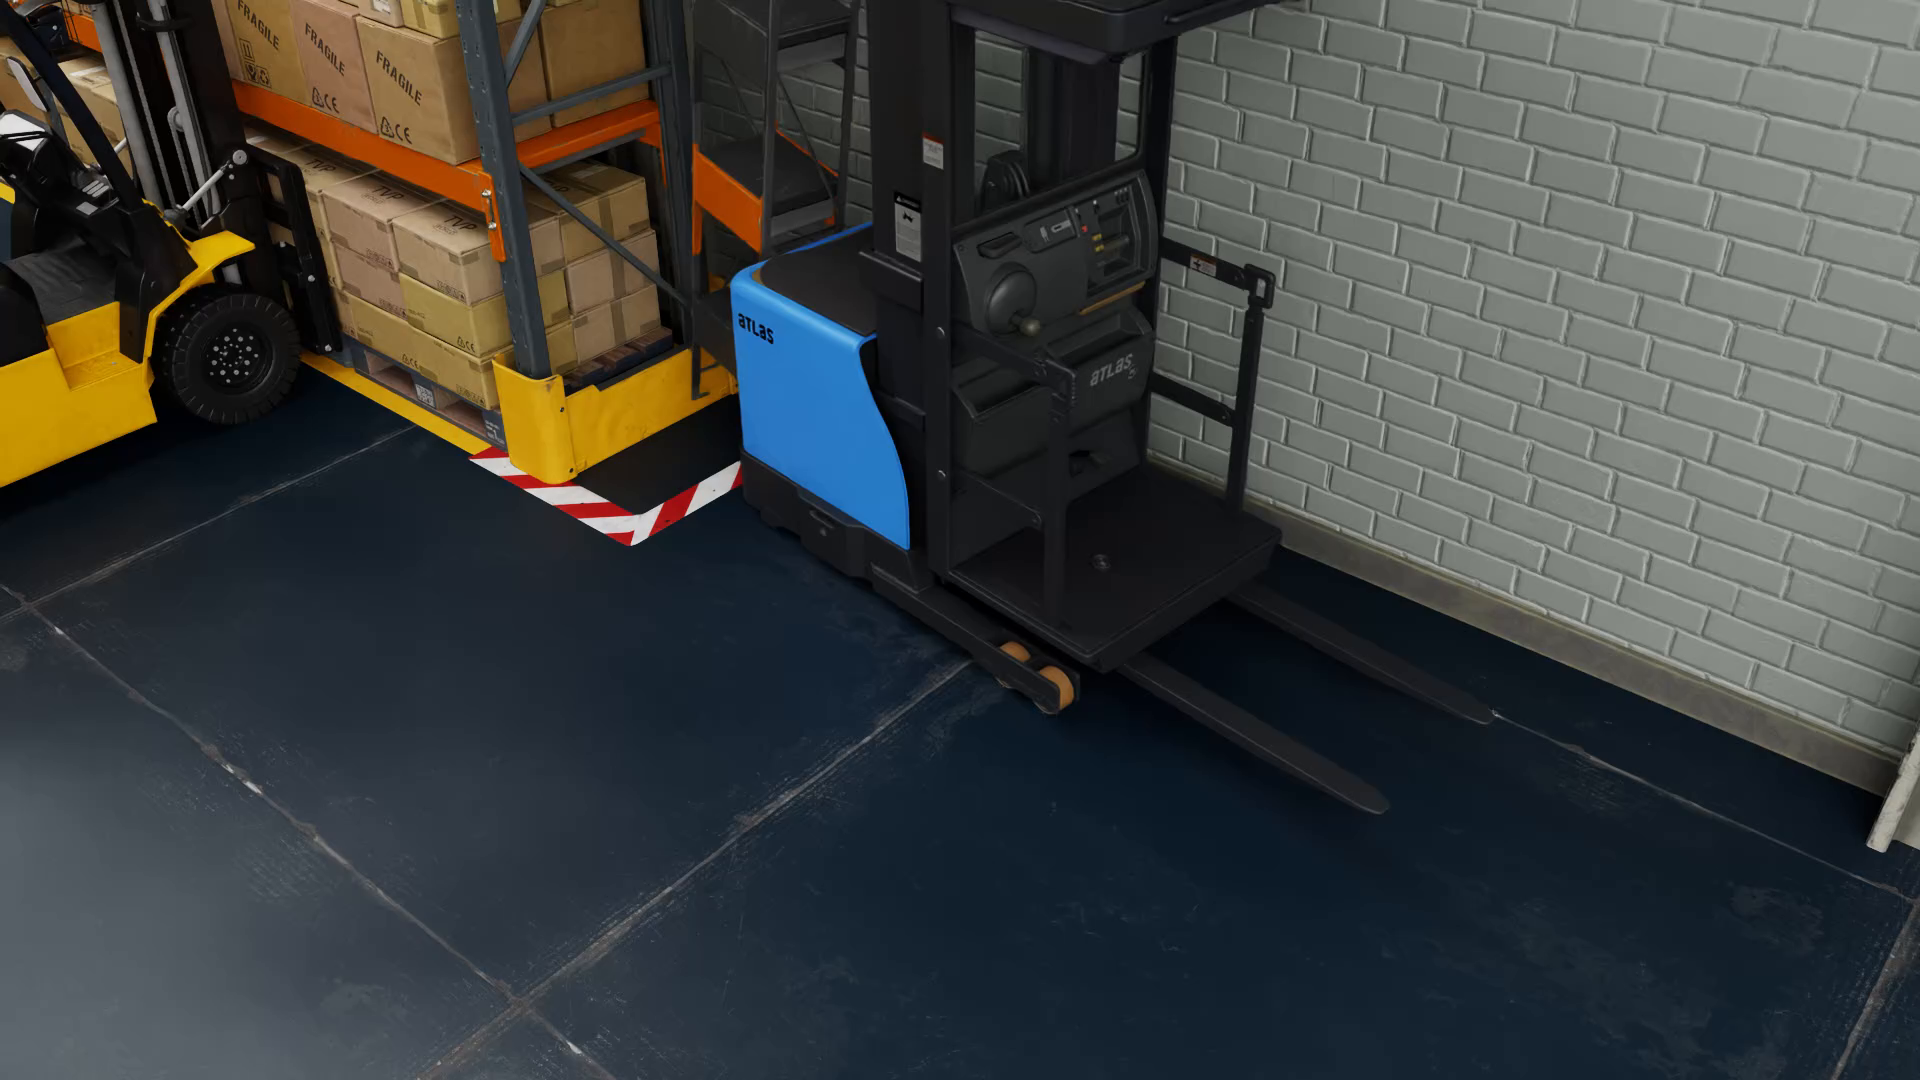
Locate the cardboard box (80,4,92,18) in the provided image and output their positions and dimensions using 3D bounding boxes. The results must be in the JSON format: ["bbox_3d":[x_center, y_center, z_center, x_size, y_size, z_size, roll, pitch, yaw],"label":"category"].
[{"bbox_3d":[-3.992,-2.818,8.115,0.500,0.500,0.500,26,42,33],"label":"cardboard box"}]

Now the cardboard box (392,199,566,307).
[{"bbox_3d":[-2.056,-1.266,7.119,0.500,0.250,0.500,27,43,33],"label":"cardboard box"}]

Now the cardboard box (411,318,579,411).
[{"bbox_3d":[-2.066,-0.856,7.404,0.500,0.250,0.500,26,42,32],"label":"cardboard box"}]

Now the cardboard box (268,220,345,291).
[{"bbox_3d":[-2.865,-1.434,7.804,0.500,0.250,0.500,24,41,31],"label":"cardboard box"}]

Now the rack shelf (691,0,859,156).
[{"bbox_3d":[-0.712,-1.853,6.348,0.431,0.518,0.480,-26,52,-32],"label":"rack shelf"}]

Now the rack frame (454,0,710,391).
[{"bbox_3d":[-1.503,-1.783,6.697,0.127,3.000,1.000,25,42,32],"label":"rack frame"}]

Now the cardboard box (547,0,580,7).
[{"bbox_3d":[-1.597,-2.328,6.829,0.250,0.149,0.380,24,41,31],"label":"cardboard box"}]

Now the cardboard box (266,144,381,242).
[{"bbox_3d":[-2.846,-1.627,7.644,0.500,0.250,0.500,26,42,32],"label":"cardboard box"}]

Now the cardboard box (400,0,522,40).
[{"bbox_3d":[-1.948,-2.096,6.491,0.250,0.149,0.380,26,42,32],"label":"cardboard box"}]

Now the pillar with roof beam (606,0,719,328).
[{"bbox_3d":[-4.215,-3.028,3.210,0.400,9.000,9.100,25,42,32],"label":"pillar with roof beam"}]

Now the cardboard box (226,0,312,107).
[{"bbox_3d":[-2.836,-2.266,7.312,0.500,0.500,0.500,24,41,31],"label":"cardboard box"}]

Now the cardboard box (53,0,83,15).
[{"bbox_3d":[-4.403,-2.999,8.379,0.500,0.500,0.500,24,41,31],"label":"cardboard box"}]

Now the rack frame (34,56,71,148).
[{"bbox_3d":[-4.577,-3.232,8.807,0.127,3.000,1.000,25,42,32],"label":"rack frame"}]

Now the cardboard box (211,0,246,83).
[{"bbox_3d":[-3.229,-2.443,7.570,0.500,0.500,0.500,26,42,32],"label":"cardboard box"}]

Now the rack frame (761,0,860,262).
[{"bbox_3d":[-0.631,-1.208,6.676,0.400,2.100,0.015,-26,52,-32],"label":"rack frame"}]

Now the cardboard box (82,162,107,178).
[{"bbox_3d":[-4.417,-1.953,9.002,0.500,0.250,0.500,26,42,32],"label":"cardboard box"}]

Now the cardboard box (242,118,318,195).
[{"bbox_3d":[-3.231,-1.814,7.916,0.500,0.250,0.500,24,41,31],"label":"cardboard box"}]

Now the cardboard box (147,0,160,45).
[{"bbox_3d":[-3.602,-2.635,7.849,0.500,0.500,0.500,25,42,31],"label":"cardboard box"}]

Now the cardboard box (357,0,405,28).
[{"bbox_3d":[-2.164,-2.175,6.607,0.250,0.149,0.380,26,42,33],"label":"cardboard box"}]

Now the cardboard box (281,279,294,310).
[{"bbox_3d":[-3.234,-1.404,8.202,0.500,0.250,0.500,27,43,33],"label":"cardboard box"}]

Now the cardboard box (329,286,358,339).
[{"bbox_3d":[-2.821,-1.225,7.942,0.500,0.250,0.500,26,42,32],"label":"cardboard box"}]

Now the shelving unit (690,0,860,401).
[{"bbox_3d":[-0.787,-1.346,6.804,0.431,2.100,0.503,-26,52,-32],"label":"shelving unit"}]

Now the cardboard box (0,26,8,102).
[{"bbox_3d":[-5.576,-2.895,10.043,0.625,0.625,0.875,25,42,31],"label":"cardboard box"}]

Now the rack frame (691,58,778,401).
[{"bbox_3d":[-0.944,-1.483,6.931,0.400,2.100,0.015,-26,52,-32],"label":"rack frame"}]

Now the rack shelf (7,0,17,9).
[{"bbox_3d":[-6.114,-3.660,10.065,4.000,0.370,1.077,25,42,32],"label":"rack shelf"}]

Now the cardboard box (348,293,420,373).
[{"bbox_3d":[-2.442,-1.040,7.673,0.500,0.250,0.500,25,42,32],"label":"cardboard box"}]

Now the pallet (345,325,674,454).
[{"bbox_3d":[-2.117,-0.893,7.863,1.213,0.211,1.003,25,42,32],"label":"pallet"}]

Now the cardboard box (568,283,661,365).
[{"bbox_3d":[-1.755,-1.086,7.740,0.500,0.250,0.500,25,42,32],"label":"cardboard box"}]

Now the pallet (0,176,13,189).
[{"bbox_3d":[-5.168,-2.333,9.960,1.213,0.211,1.003,25,42,32],"label":"pallet"}]

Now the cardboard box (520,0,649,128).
[{"bbox_3d":[-1.706,-2.125,7.106,0.500,0.500,0.500,27,43,33],"label":"cardboard box"}]

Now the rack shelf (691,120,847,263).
[{"bbox_3d":[-0.789,-1.335,6.813,0.431,0.518,0.480,-26,52,-32],"label":"rack shelf"}]

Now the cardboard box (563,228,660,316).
[{"bbox_3d":[-1.731,-1.290,7.595,0.500,0.250,0.500,26,42,33],"label":"cardboard box"}]

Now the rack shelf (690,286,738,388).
[{"bbox_3d":[-0.866,-0.818,7.278,0.431,0.518,0.480,-26,52,-32],"label":"rack shelf"}]

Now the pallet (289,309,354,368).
[{"bbox_3d":[-3.050,-1.335,8.507,1.213,0.211,1.003,25,42,32],"label":"pallet"}]

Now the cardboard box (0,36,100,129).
[{"bbox_3d":[-4.985,-2.611,9.628,0.625,0.625,0.875,27,43,34],"label":"cardboard box"}]

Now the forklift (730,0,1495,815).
[{"bbox_3d":[0.486,-0.927,5.511,1.130,2.935,3.031,-29,44,-35],"label":"forklift"}]

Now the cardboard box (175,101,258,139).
[{"bbox_3d":[-3.629,-2.008,8.198,0.500,0.250,0.500,27,43,33],"label":"cardboard box"}]

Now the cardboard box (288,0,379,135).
[{"bbox_3d":[-2.442,-2.081,7.042,0.500,0.500,0.500,27,43,33],"label":"cardboard box"}]

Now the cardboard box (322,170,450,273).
[{"bbox_3d":[-2.452,-1.449,7.385,0.500,0.250,0.500,26,42,33],"label":"cardboard box"}]

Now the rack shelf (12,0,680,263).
[{"bbox_3d":[-3.040,-2.211,7.956,4.000,0.370,1.077,25,42,32],"label":"rack shelf"}]

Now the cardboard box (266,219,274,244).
[{"bbox_3d":[-3.248,-1.616,8.070,0.500,0.250,0.500,25,42,32],"label":"cardboard box"}]

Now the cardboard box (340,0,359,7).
[{"bbox_3d":[-2.324,-2.296,6.782,0.250,0.149,0.380,26,42,33],"label":"cardboard box"}]

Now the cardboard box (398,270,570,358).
[{"bbox_3d":[-2.077,-1.069,7.274,0.500,0.250,0.500,25,41,31],"label":"cardboard box"}]

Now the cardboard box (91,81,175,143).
[{"bbox_3d":[-4.019,-2.183,8.453,0.500,0.250,0.500,25,42,32],"label":"cardboard box"}]

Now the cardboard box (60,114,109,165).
[{"bbox_3d":[-4.402,-2.169,8.874,0.500,0.250,0.500,25,42,32],"label":"cardboard box"}]

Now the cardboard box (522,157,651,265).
[{"bbox_3d":[-1.751,-1.492,7.447,0.500,0.250,0.500,25,41,31],"label":"cardboard box"}]

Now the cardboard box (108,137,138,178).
[{"bbox_3d":[-4.014,-1.987,8.610,0.500,0.250,0.500,25,42,32],"label":"cardboard box"}]

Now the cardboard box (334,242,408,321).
[{"bbox_3d":[-2.455,-1.256,7.545,0.500,0.250,0.500,25,42,31],"label":"cardboard box"}]

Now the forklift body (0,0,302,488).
[{"bbox_3d":[-4.127,-1.327,6.782,1.214,2.155,2.313,25,42,32],"label":"forklift body"}]

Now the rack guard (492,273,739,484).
[{"bbox_3d":[-1.484,-0.744,7.392,0.348,0.500,1.175,25,42,32],"label":"rack guard"}]

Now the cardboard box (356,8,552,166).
[{"bbox_3d":[-2.049,-1.889,6.762,0.500,0.500,0.500,24,41,31],"label":"cardboard box"}]

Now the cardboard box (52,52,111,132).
[{"bbox_3d":[-4.406,-2.372,8.729,0.500,0.250,0.500,25,41,31],"label":"cardboard box"}]
